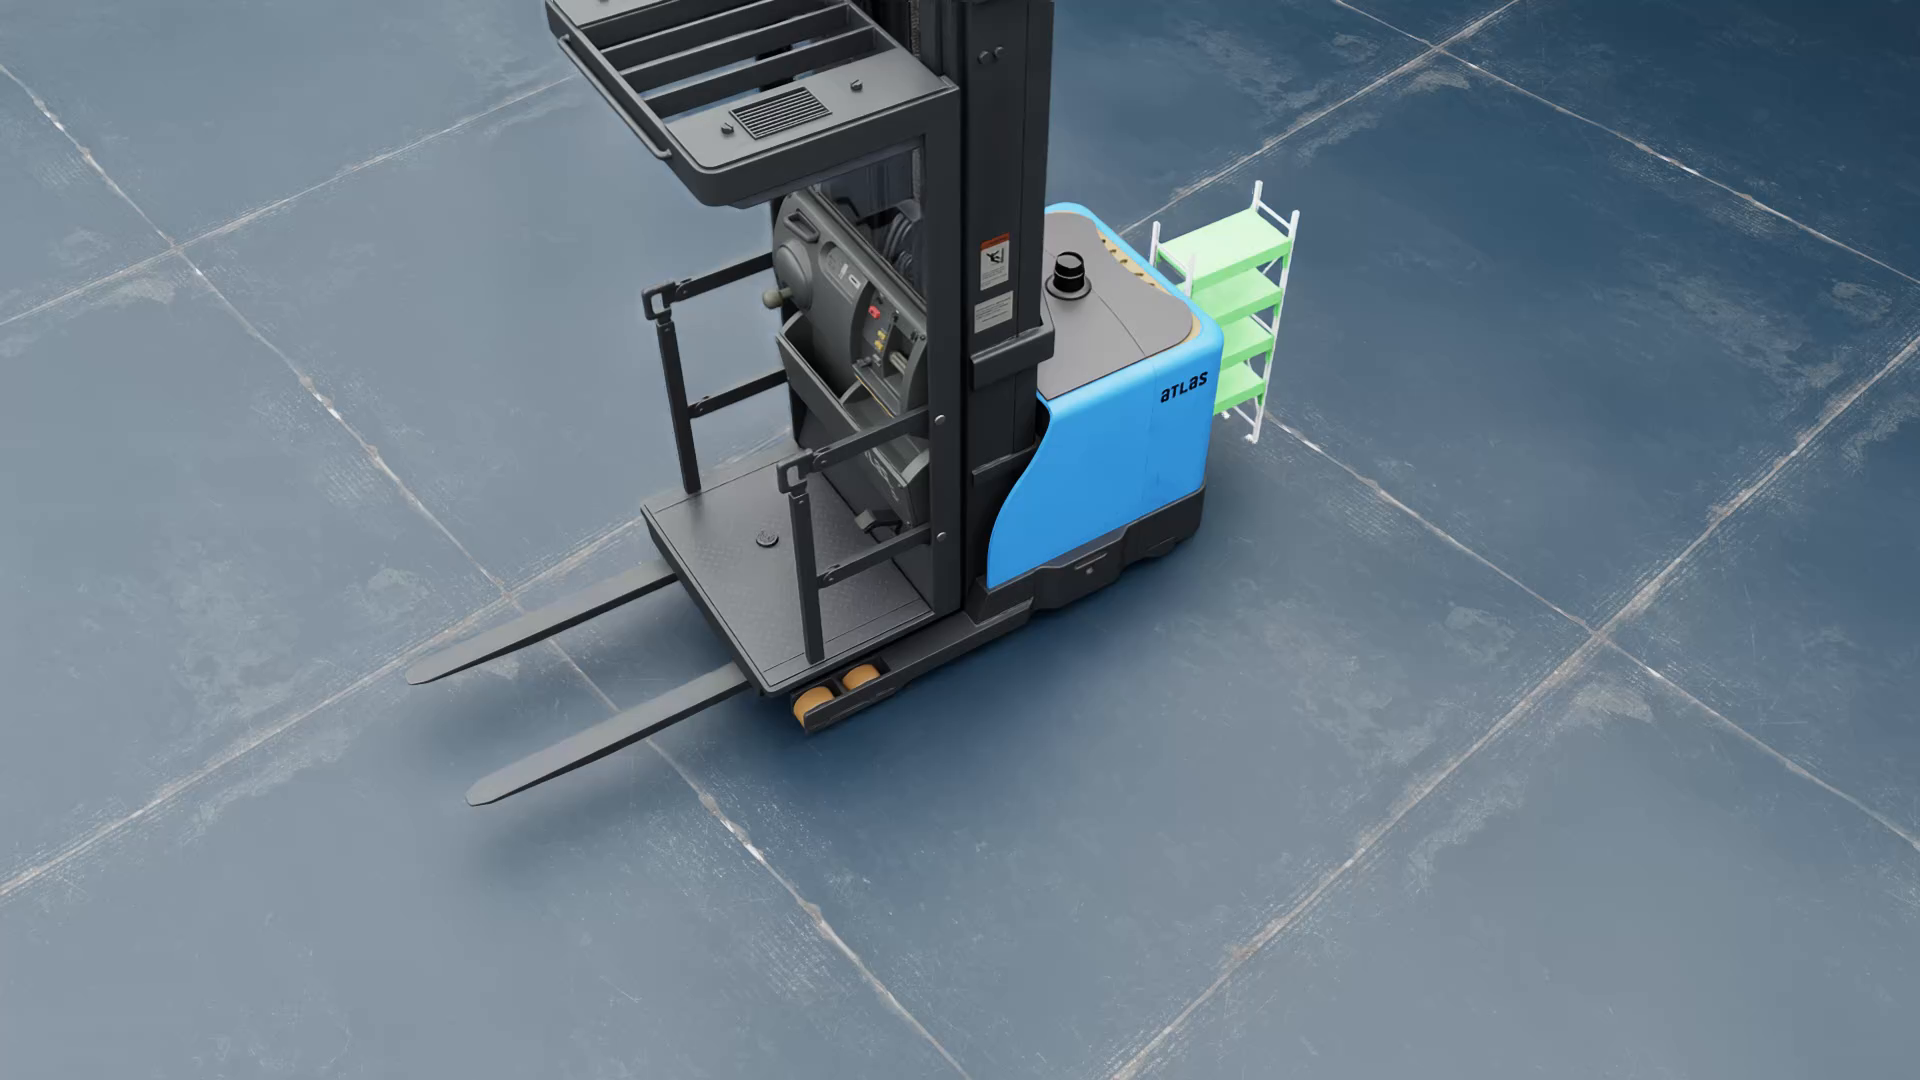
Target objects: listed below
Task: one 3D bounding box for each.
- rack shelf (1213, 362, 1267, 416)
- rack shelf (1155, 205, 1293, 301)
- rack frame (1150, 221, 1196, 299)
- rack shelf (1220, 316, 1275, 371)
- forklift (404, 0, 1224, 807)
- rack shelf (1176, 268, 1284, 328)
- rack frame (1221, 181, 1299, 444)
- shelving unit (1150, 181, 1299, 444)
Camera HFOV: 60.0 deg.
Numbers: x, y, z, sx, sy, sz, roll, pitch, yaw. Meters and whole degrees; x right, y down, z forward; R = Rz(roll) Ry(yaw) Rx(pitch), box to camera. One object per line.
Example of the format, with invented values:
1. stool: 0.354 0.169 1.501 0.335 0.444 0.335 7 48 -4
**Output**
1. rack shelf: 1.000 -0.596 6.897 0.480 0.148 0.258 -25 52 -21
2. rack shelf: 1.000 -1.084 6.368 0.480 0.148 0.258 -25 52 -21
3. rack frame: 0.793 -0.707 6.586 0.015 1.200 0.240 -25 52 -21
4. rack shelf: 1.000 -0.759 6.721 0.480 0.148 0.258 -25 52 -21
5. forklift: -0.549 -0.742 5.440 3.031 2.935 1.130 -25 52 -21
6. rack shelf: 1.000 -0.921 6.544 0.480 0.148 0.258 -25 52 -21
7. rack frame: 1.207 -0.897 6.762 0.015 1.200 0.240 -25 52 -21
8. shelving unit: 1.000 -0.802 6.674 0.503 1.200 0.258 -25 52 -21
